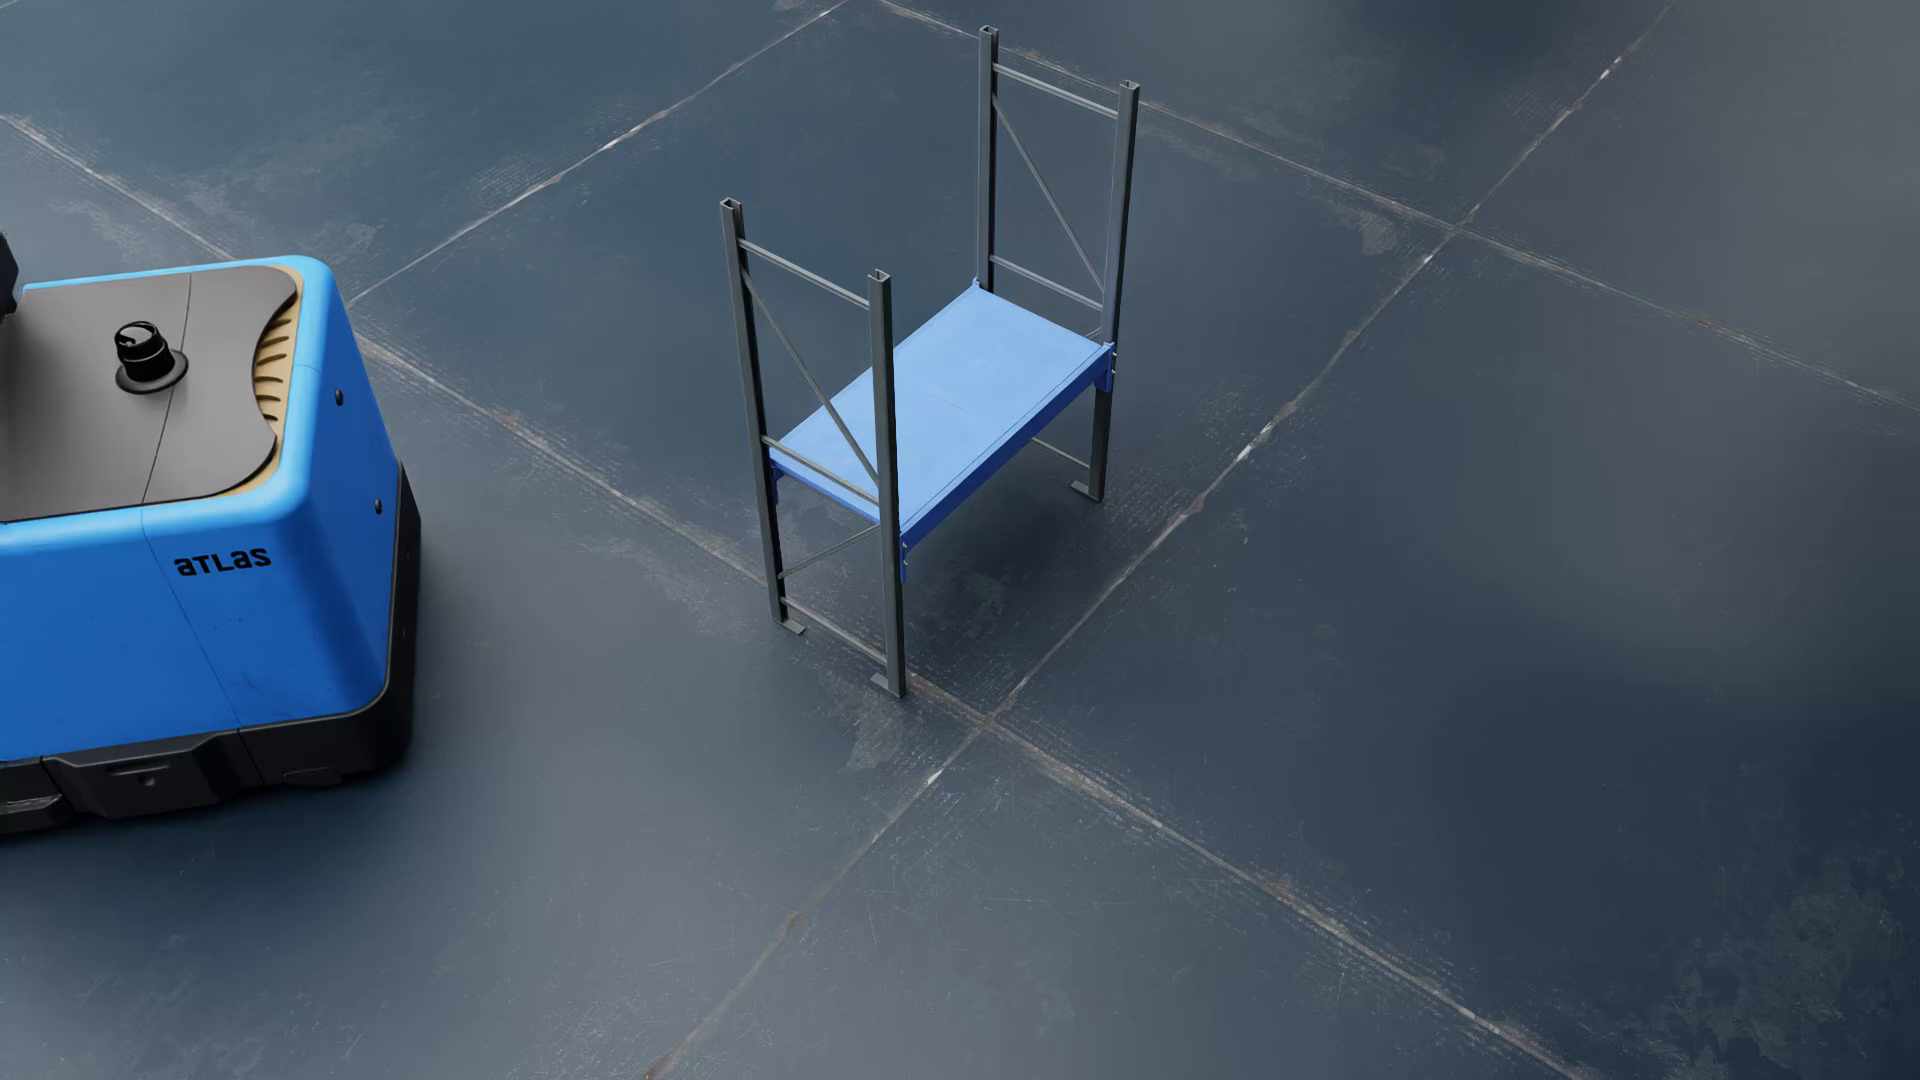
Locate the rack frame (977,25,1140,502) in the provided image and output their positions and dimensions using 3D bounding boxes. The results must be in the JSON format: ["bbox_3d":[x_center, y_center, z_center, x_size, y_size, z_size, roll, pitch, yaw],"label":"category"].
[{"bbox_3d":[0.259,-0.760,4.939,0.500,1.500,0.032,29,53,25],"label":"rack frame"}]

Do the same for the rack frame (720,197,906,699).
[{"bbox_3d":[-0.363,-0.178,4.383,0.500,1.500,0.032,29,53,25],"label":"rack frame"}]

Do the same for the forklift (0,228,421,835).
[{"bbox_3d":[-3.097,-0.516,3.716,3.031,2.935,1.130,-8,47,-7],"label":"forklift"}]

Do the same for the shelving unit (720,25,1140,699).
[{"bbox_3d":[-0.052,-0.469,4.661,0.538,1.500,1.048,29,53,25],"label":"shelving unit"}]

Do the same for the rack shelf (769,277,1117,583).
[{"bbox_3d":[-0.052,-0.345,4.791,0.538,0.185,1.000,29,53,25],"label":"rack shelf"}]
